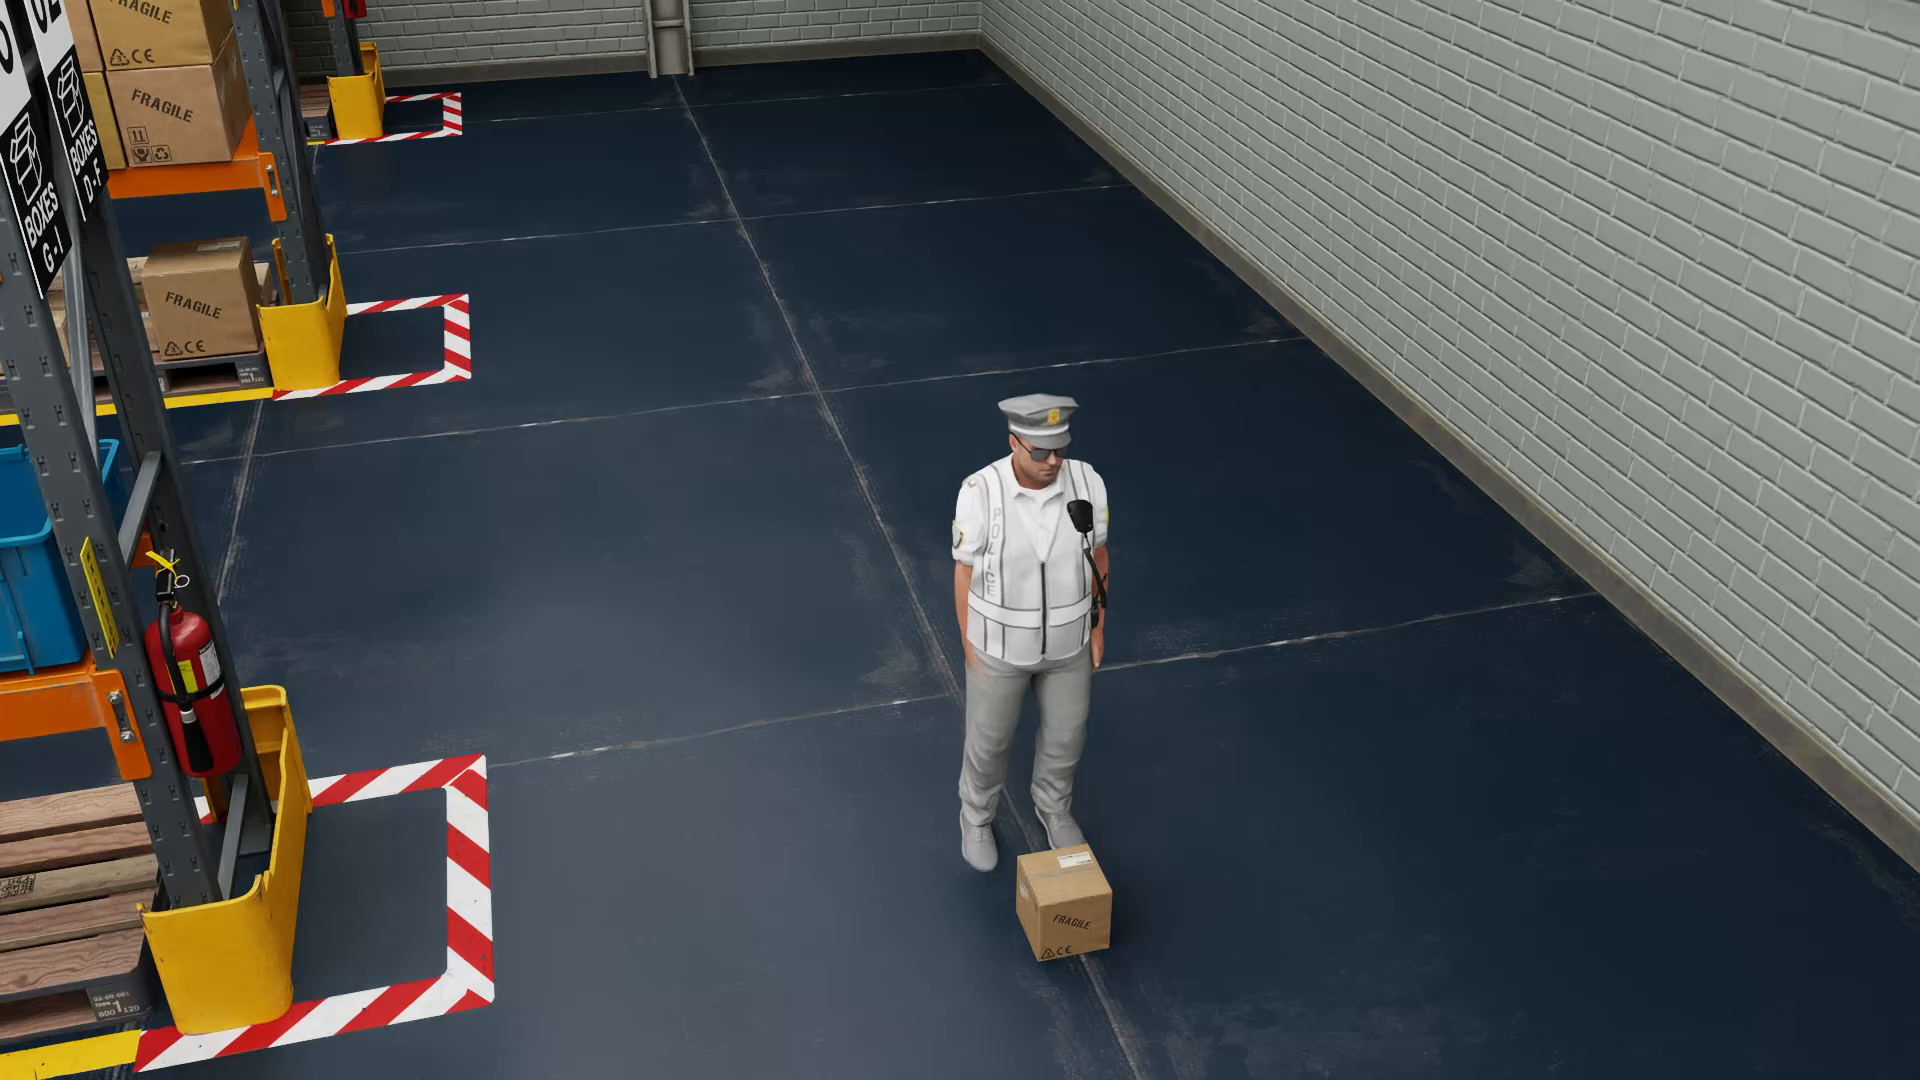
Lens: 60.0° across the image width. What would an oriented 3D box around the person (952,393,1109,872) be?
[{"bbox_3d":[0.248,0.330,5.576,0.528,1.778,0.393,-7,31,-12],"label":"person"}]
